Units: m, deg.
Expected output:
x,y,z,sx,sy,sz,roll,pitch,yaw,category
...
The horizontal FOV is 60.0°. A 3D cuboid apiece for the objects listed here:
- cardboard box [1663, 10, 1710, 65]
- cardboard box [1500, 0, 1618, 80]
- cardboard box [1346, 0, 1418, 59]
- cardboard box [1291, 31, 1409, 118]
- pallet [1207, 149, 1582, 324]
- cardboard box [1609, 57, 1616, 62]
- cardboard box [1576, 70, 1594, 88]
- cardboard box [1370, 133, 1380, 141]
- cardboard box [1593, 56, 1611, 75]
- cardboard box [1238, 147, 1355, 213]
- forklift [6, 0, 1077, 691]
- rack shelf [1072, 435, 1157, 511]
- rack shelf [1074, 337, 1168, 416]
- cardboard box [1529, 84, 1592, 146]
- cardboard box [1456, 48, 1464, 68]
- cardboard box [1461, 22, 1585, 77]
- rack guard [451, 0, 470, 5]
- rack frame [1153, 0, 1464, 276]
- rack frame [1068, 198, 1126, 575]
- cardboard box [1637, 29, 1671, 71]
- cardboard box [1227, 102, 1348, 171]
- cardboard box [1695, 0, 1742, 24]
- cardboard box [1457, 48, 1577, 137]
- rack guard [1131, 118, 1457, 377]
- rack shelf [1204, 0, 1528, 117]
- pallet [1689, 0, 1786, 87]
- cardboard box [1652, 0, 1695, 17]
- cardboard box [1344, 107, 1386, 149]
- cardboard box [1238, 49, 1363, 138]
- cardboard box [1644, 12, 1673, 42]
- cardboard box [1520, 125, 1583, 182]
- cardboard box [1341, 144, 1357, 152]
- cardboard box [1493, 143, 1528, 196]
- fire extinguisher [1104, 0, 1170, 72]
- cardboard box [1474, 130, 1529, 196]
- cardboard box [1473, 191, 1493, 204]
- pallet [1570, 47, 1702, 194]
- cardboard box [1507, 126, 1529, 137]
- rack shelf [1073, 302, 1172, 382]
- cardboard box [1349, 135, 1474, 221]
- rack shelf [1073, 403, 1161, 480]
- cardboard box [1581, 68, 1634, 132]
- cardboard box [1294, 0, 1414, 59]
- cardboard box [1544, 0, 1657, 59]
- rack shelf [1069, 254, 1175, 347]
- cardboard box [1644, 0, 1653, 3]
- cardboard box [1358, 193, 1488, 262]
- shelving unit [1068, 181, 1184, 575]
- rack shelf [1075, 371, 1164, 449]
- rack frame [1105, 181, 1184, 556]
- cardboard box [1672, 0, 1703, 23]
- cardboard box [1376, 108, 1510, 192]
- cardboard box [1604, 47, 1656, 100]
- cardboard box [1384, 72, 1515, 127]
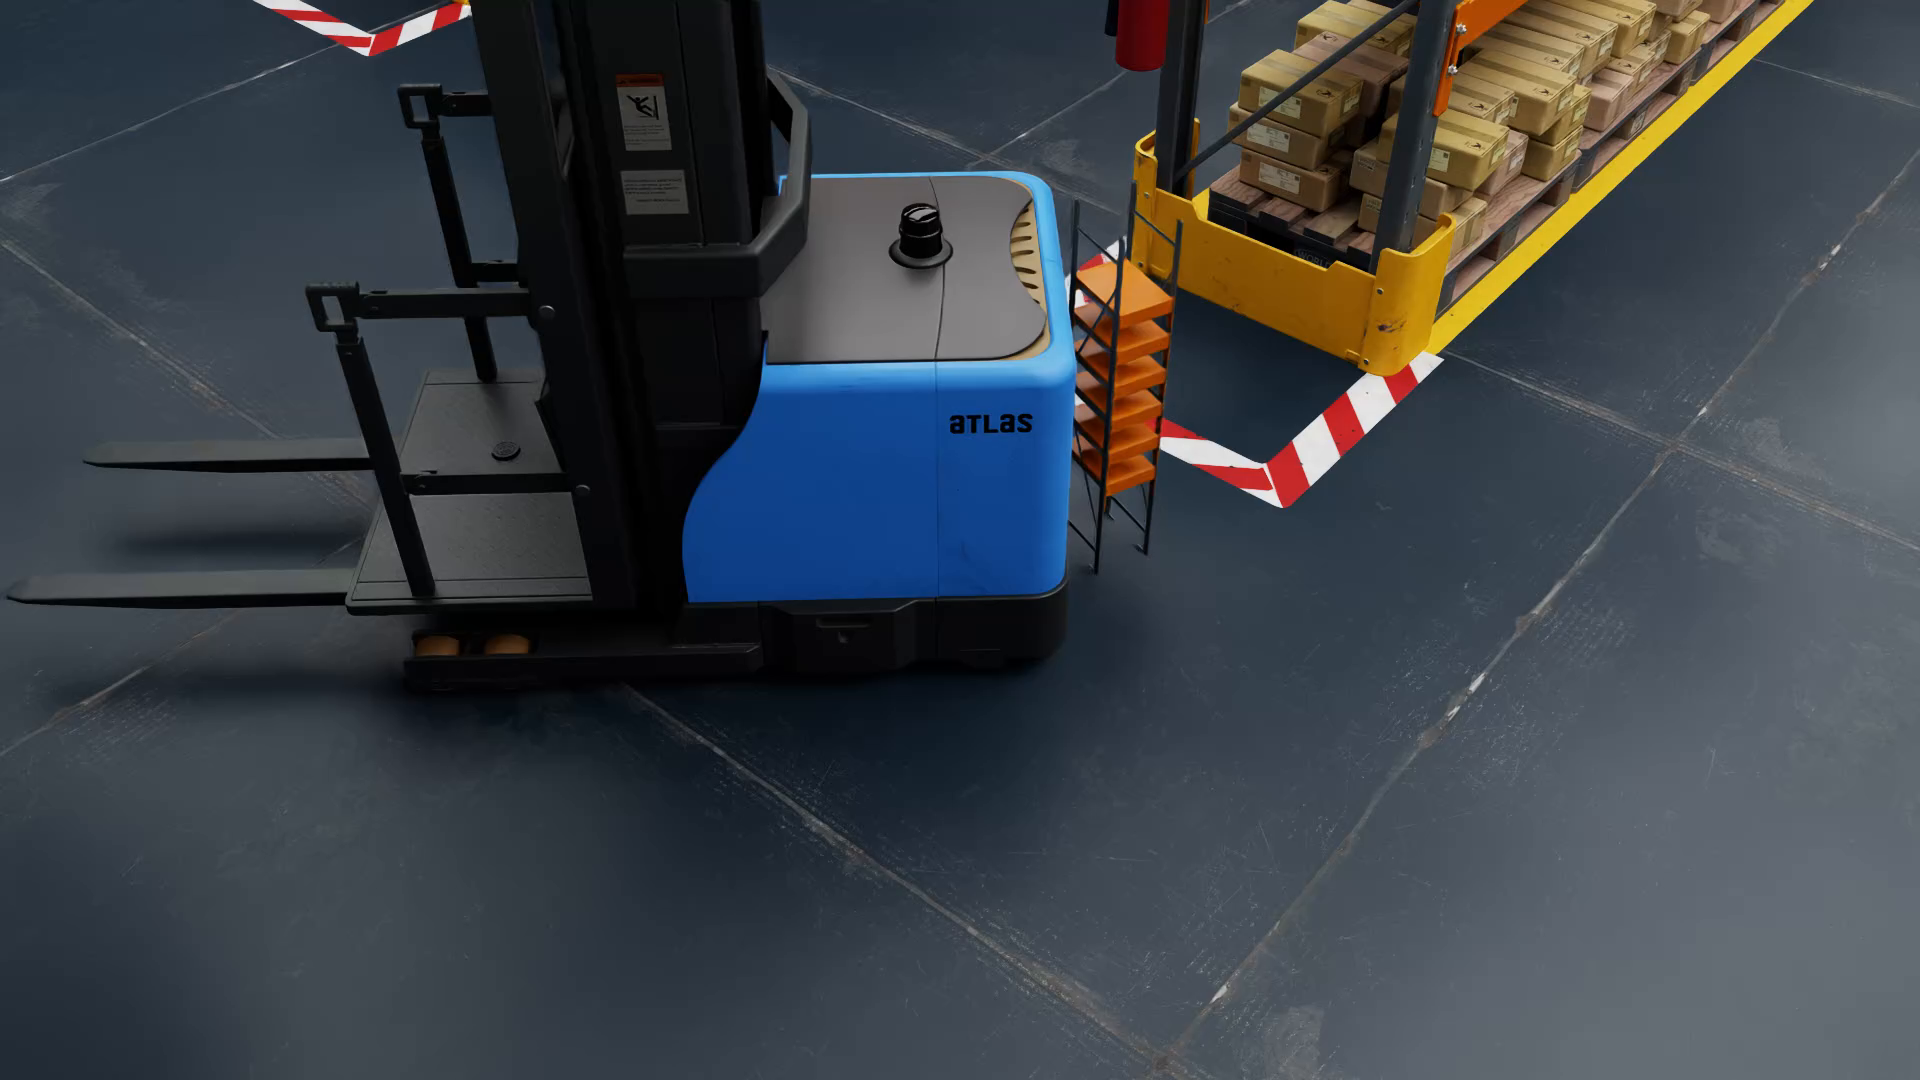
x,y,z,sx,sy,sz,roll,pitch,yaw,category
3.042,-2.249,7.301,0.380,0.149,0.250,29,50,28,cardboard box
2.350,-1.985,6.568,0.380,0.149,0.250,32,51,30,cardboard box
1.763,-2.073,6.665,0.380,0.149,0.250,27,49,27,cardboard box
1.478,-1.779,6.341,0.380,0.149,0.250,30,50,29,cardboard box
1.725,-1.381,6.612,1.003,0.211,1.213,29,50,28,pallet
2.639,-2.176,7.000,0.380,0.149,0.250,32,51,30,cardboard box
2.315,-1.884,6.678,0.380,0.149,0.250,27,49,27,cardboard box
1.629,-1.708,6.706,0.380,0.149,0.250,29,50,28,cardboard box
2.458,-2.042,6.852,0.380,0.149,0.250,32,51,30,cardboard box
1.305,-1.433,6.403,0.380,0.149,0.250,30,50,29,cardboard box
-1.220,-1.014,4.187,3.031,2.935,1.130,-1,42,-1,forklift
0.448,-0.225,5.027,0.180,0.103,0.258,-21,46,-21,rack shelf
0.448,-0.491,4.785,0.180,0.103,0.258,-21,46,-21,rack shelf
2.217,-1.706,6.483,0.380,0.149,0.250,31,51,30,cardboard box
1.832,-1.939,6.739,0.380,0.149,0.250,29,50,28,cardboard box
2.165,-1.846,6.416,0.380,0.149,0.250,27,49,27,cardboard box
-2.744,-3.125,8.315,1.175,0.500,0.348,29,50,28,rack guard
1.126,-1.971,5.188,1.000,3.000,0.127,29,50,28,rack frame
0.368,-0.405,4.803,0.006,1.200,0.240,-21,46,-21,rack frame
2.823,-2.144,7.185,0.380,0.149,0.250,30,50,29,cardboard box
1.247,-1.577,6.341,0.380,0.149,0.250,28,49,27,cardboard box
3.356,-2.520,7.599,0.380,0.149,0.250,28,49,27,cardboard box
2.068,-1.683,6.236,0.380,0.149,0.250,29,50,28,cardboard box
1.175,-1.085,6.072,1.175,0.500,0.348,29,50,28,rack guard
2.413,-2.735,6.563,1.077,0.370,4.000,29,50,28,rack shelf
3.295,-2.638,7.994,1.003,0.211,1.213,29,50,28,pallet
2.887,-2.352,6.972,0.380,0.149,0.250,28,49,27,cardboard box
1.456,-1.688,6.463,0.380,0.149,0.250,28,49,28,cardboard box
1.272,-1.674,6.226,0.380,0.149,0.250,30,50,29,cardboard box
2.844,-2.296,7.131,0.380,0.149,0.250,27,49,27,cardboard box
2.217,-1.588,6.574,0.380,0.149,0.250,30,50,29,cardboard box
1.393,-1.609,6.597,0.380,0.149,0.250,31,51,30,cardboard box
1.968,-1.504,6.481,0.380,0.149,0.250,30,50,29,cardboard box
0.610,-1.875,5.417,0.296,0.674,0.183,29,50,28,fire extinguisher
1.879,-1.457,6.208,0.380,0.149,0.250,29,50,28,cardboard box
1.814,-1.373,6.337,0.380,0.149,0.250,29,50,28,cardboard box
2.510,-2.007,7.300,1.003,0.211,1.213,29,50,28,pallet
1.969,-1.621,6.389,0.380,0.149,0.250,30,50,29,cardboard box
0.449,-0.580,4.704,0.180,0.103,0.258,-21,46,-21,rack shelf
1.659,-1.340,6.080,0.380,0.149,0.250,32,51,30,cardboard box
0.448,-0.314,4.947,0.180,0.103,0.258,-21,46,-21,rack shelf
2.535,-1.851,6.863,0.380,0.149,0.250,27,49,27,cardboard box
1.548,-1.967,6.548,0.380,0.149,0.250,28,49,28,cardboard box
2.555,-2.101,6.695,0.380,0.149,0.250,30,50,29,cardboard box
0.449,-0.669,4.623,0.180,0.103,0.258,-21,46,-21,rack shelf
2.643,-2.271,6.883,0.380,0.149,0.250,30,50,29,cardboard box
1.708,-1.203,6.150,0.380,0.149,0.250,31,50,29,cardboard box
0.448,-0.435,4.836,0.189,1.200,0.258,-21,46,-21,shelving unit
0.448,-0.402,4.866,0.180,0.103,0.258,-21,46,-21,rack shelf
0.528,-0.465,4.869,0.006,1.200,0.240,-21,46,-21,rack frame
3.031,-2.425,7.273,0.380,0.149,0.250,31,51,29,cardboard box
1.723,-1.414,5.941,0.380,0.149,0.250,27,49,27,cardboard box
2.693,-2.005,7.032,0.380,0.149,0.250,30,50,28,cardboard box
1.808,-1.608,6.154,0.380,0.149,0.250,30,50,29,cardboard box
